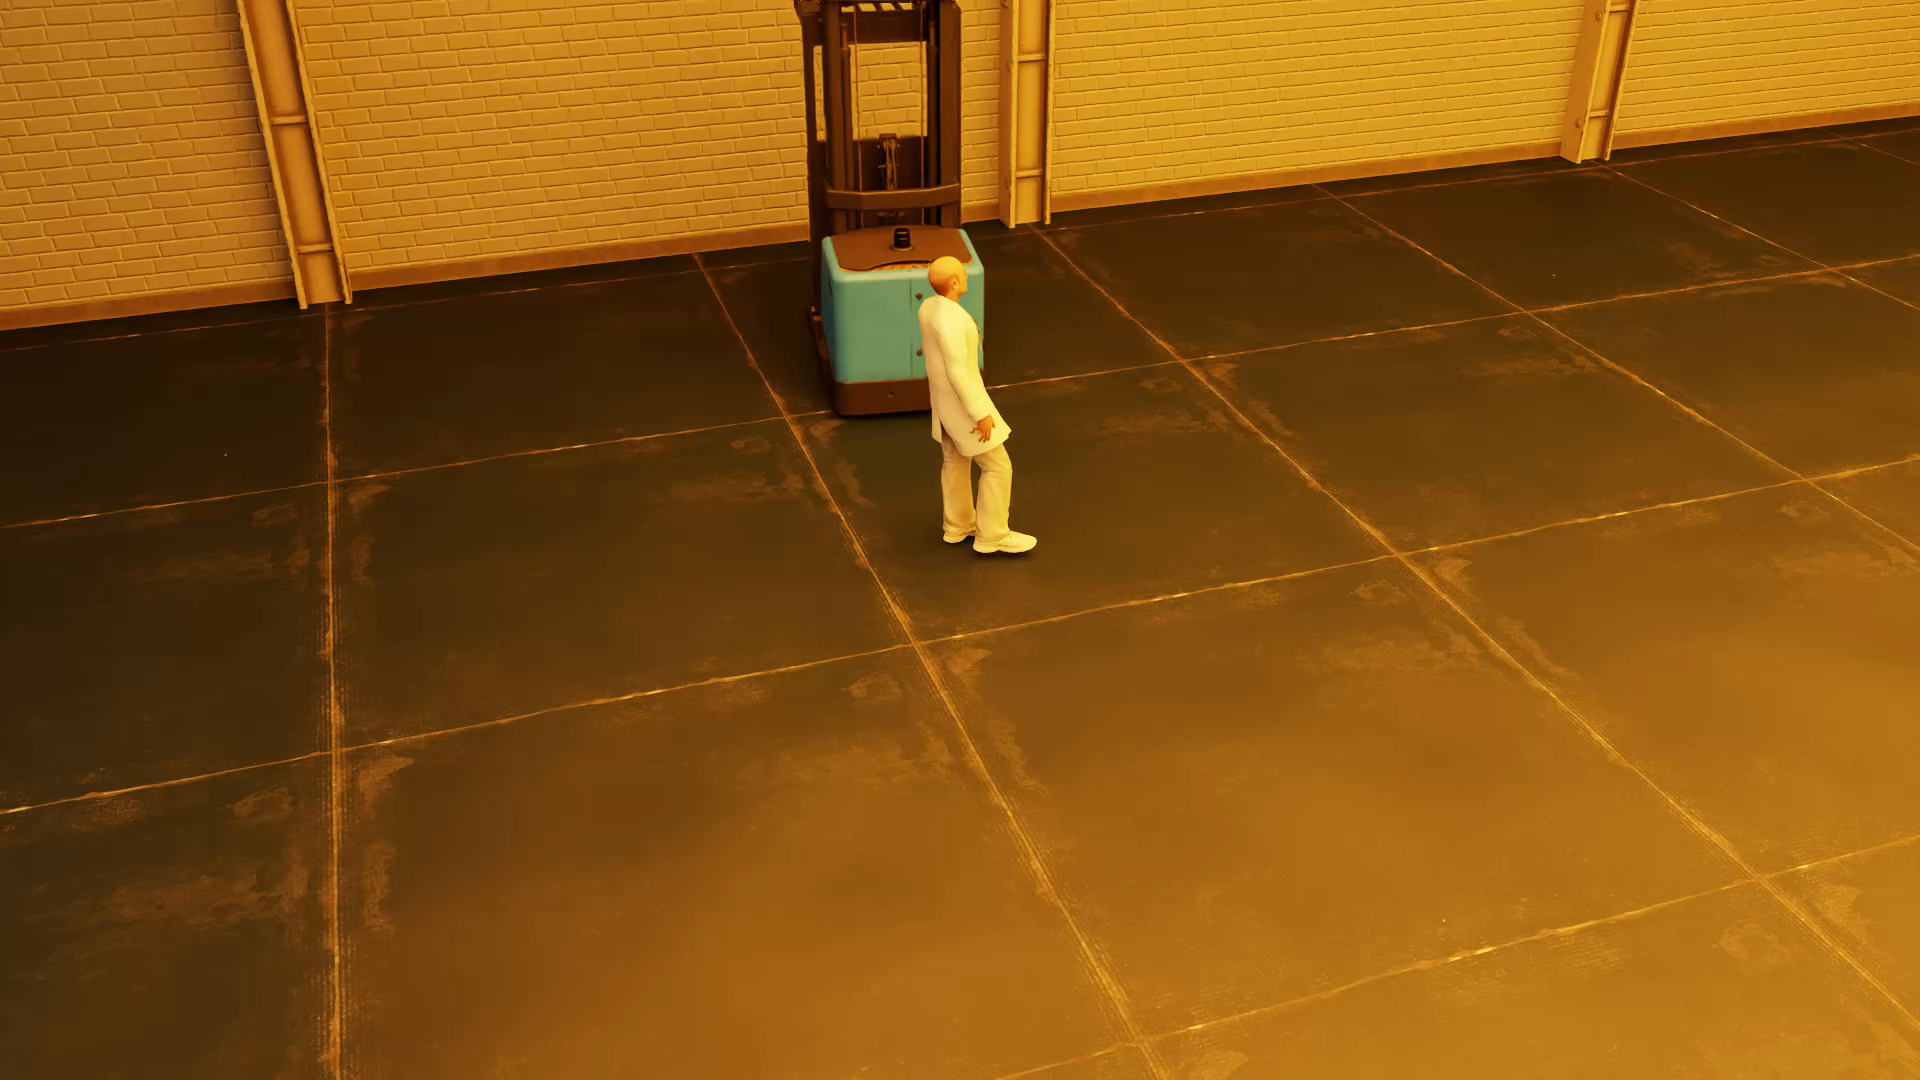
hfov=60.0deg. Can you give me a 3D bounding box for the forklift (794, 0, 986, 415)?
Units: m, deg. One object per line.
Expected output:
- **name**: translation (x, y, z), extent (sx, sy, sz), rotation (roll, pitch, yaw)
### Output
- **forklift**: translation (-0.577, -2.838, 12.019), extent (1.130, 2.935, 3.031), rotation (-5, 30, -8)

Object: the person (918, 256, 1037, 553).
- **person**: translation (0.088, -0.790, 9.601), extent (0.579, 1.778, 0.698), rotation (-10, 31, -16)
